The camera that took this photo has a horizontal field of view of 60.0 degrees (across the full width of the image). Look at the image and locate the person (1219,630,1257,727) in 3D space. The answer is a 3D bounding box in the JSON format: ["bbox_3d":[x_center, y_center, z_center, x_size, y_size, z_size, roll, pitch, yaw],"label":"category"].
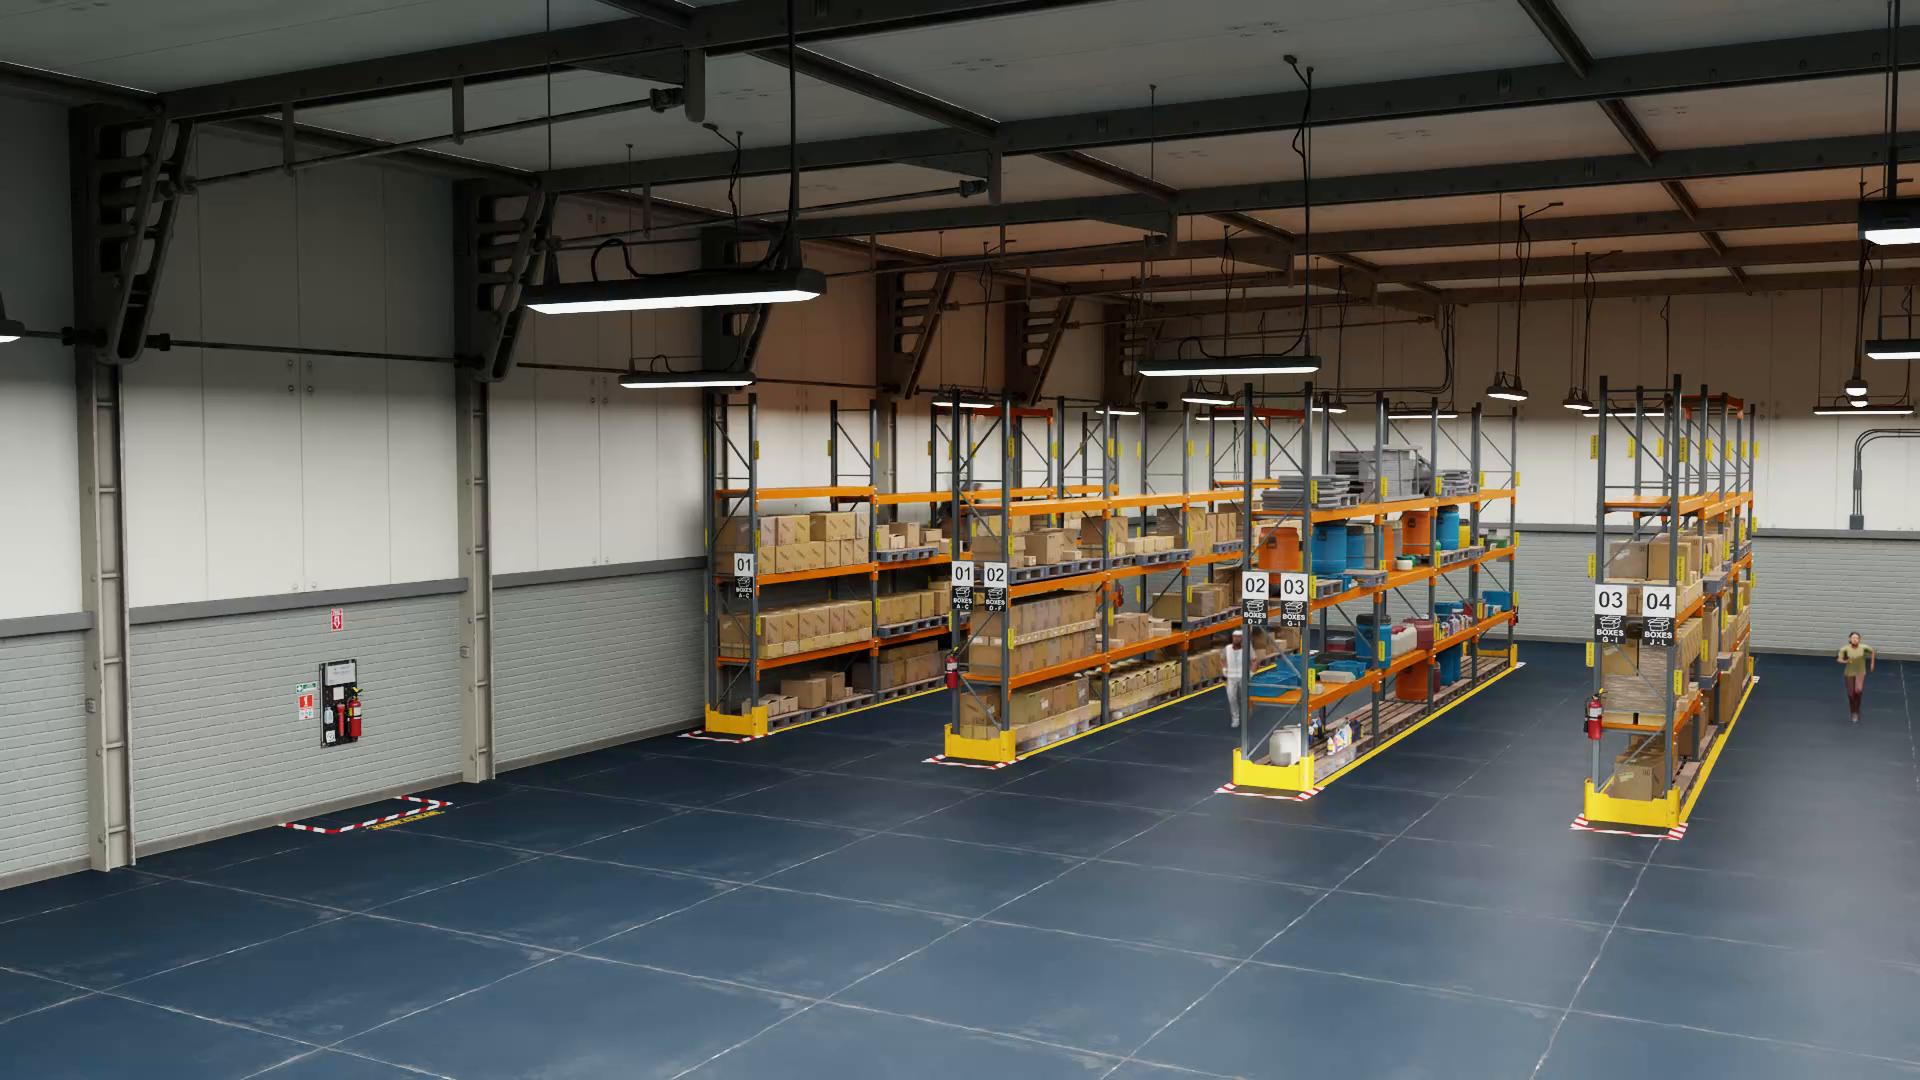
[{"bbox_3d":[5.069,2.509,30.360,0.696,1.735,0.768,1,3,14],"label":"person"}]

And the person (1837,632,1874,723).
[{"bbox_3d":[16.504,2.513,30.654,0.601,1.674,0.797,2,4,29],"label":"person"}]

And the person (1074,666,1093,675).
[{"bbox_3d":[2.625,2.169,35.722,0.650,1.828,0.772,2,3,26],"label":"person"}]
